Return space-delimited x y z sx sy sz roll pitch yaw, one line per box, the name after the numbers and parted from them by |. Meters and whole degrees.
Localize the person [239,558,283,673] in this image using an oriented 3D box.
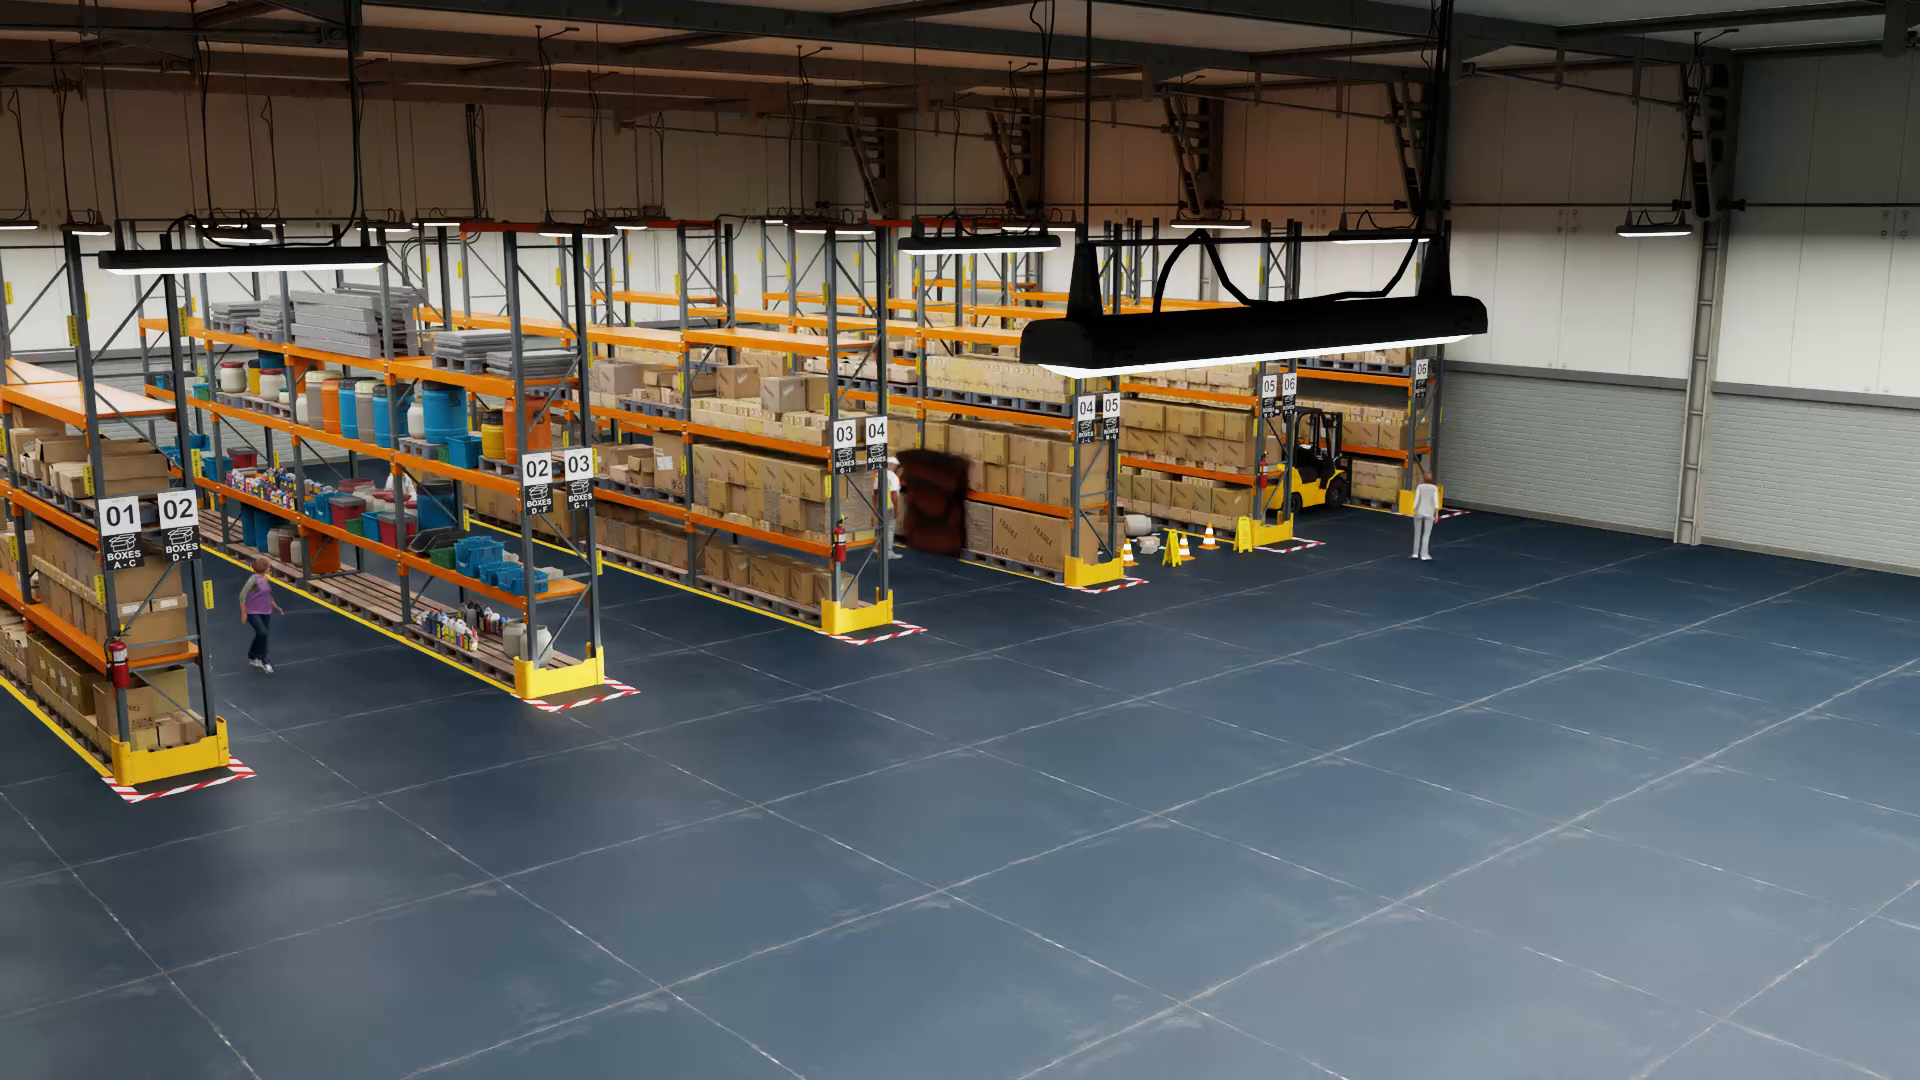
-9.678 1.037 22.897 0.634 1.607 0.552 8 14 34 | person

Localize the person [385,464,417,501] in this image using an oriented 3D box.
-10.204 -0.640 30.471 1.096 1.670 0.711 10 15 40 | person

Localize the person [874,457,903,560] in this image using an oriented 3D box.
-1.198 -0.520 28.669 0.482 1.792 0.612 -4 12 -18 | person

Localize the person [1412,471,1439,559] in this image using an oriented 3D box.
8.408 -0.444 30.012 0.430 1.612 0.391 5 12 21 | person
